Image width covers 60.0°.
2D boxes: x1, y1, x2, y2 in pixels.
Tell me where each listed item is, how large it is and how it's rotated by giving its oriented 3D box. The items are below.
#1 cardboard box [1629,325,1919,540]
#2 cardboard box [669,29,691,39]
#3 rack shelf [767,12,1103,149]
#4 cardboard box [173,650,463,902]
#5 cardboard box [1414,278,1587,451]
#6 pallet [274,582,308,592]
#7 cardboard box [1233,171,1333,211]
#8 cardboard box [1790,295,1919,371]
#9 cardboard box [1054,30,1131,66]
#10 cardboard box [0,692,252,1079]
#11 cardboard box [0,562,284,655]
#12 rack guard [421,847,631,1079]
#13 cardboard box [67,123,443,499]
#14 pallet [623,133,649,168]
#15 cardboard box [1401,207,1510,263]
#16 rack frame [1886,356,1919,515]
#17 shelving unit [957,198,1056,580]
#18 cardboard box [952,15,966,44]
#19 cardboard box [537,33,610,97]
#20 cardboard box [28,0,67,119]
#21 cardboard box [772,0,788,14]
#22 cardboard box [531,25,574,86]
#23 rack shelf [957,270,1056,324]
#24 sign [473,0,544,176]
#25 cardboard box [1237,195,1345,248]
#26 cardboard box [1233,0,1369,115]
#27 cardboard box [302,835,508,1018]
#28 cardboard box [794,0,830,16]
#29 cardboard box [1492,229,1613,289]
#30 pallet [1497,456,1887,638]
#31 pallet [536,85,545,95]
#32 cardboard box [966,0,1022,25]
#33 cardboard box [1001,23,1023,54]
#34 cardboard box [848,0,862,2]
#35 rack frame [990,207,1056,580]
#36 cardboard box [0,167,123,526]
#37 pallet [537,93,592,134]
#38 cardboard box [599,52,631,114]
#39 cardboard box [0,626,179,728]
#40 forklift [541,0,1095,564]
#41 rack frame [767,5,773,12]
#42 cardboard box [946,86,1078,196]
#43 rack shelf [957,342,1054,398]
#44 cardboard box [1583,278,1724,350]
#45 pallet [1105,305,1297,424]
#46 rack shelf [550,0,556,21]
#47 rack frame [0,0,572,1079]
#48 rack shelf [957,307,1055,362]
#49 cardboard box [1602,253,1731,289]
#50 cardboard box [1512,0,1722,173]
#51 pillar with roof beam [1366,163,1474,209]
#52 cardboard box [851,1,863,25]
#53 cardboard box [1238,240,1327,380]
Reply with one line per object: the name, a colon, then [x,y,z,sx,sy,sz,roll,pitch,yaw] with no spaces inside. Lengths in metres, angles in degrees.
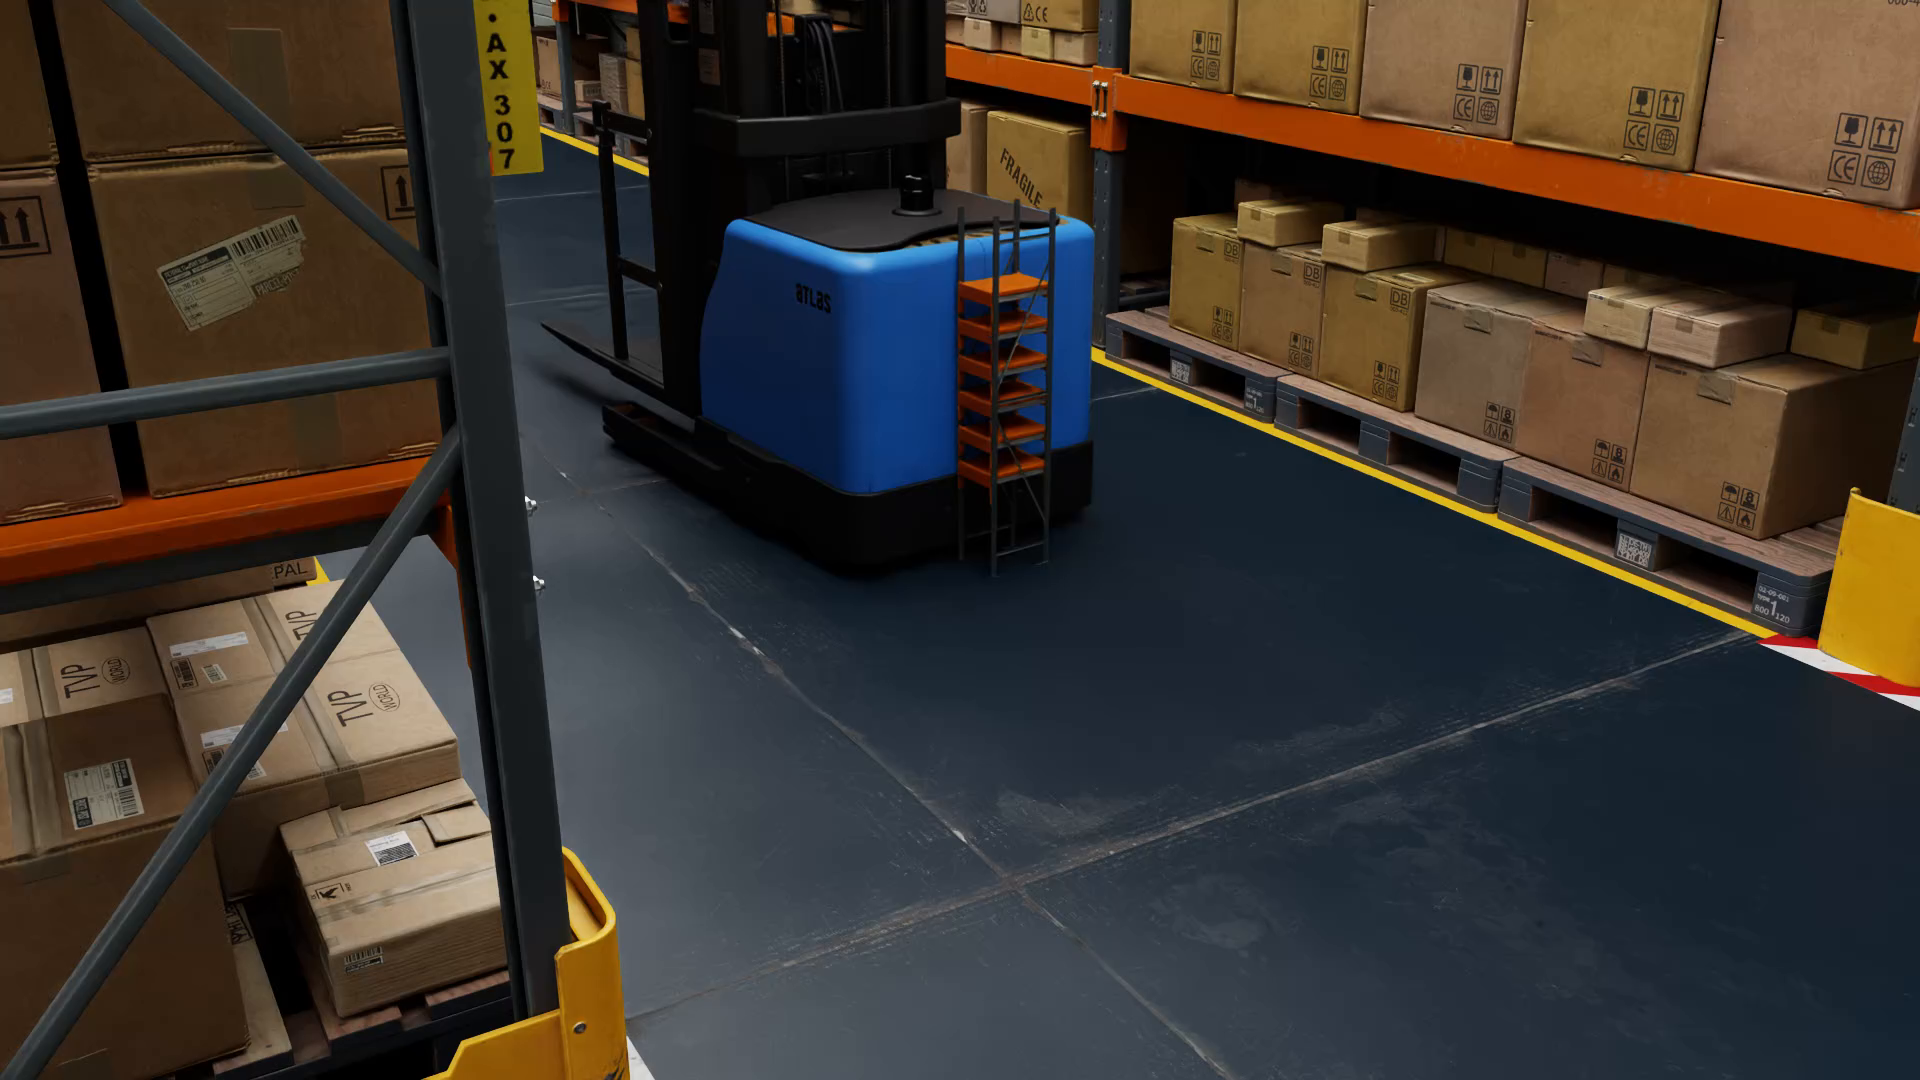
cardboard box: [2.692,-0.375,5.513,0.700,0.500,0.500,-13,25,-28]
cardboard box: [-2.107,-3.864,13.075,0.500,0.250,0.500,-13,26,-30]
rack shelf: [0.071,-2.740,9.525,1.077,0.370,4.000,-13,25,-28]
cardboard box: [-1.410,0.500,3.664,0.500,0.250,0.500,-13,25,-28]
cardboard box: [2.179,-0.700,6.312,0.700,0.500,0.500,-14,26,-30]
pallet: [-2.187,0.438,4.455,1.003,0.211,1.213,-13,25,-28]
cardboard box: [1.483,-1.587,7.632,0.380,0.149,0.250,-13,25,-29]
cardboard box: [2.928,-0.674,5.386,0.380,0.149,0.250,-12,25,-28]
cardboard box: [0.676,-2.374,7.976,0.380,0.149,0.250,-12,25,-28]
cardboard box: [-1.611,0.648,2.968,0.500,0.500,0.500,-13,25,-28]
cardboard box: [-2.200,0.088,4.343,0.797,0.503,0.637,-13,25,-28]
rack guard: [-1.160,0.956,2.795,1.175,0.500,0.348,-13,25,-28]
cardboard box: [-1.121,-0.418,2.723,0.500,0.500,0.500,-12,25,-27]
pallet: [-1.968,-3.077,13.101,1.003,0.211,1.213,-13,25,-28]
cardboard box: [2.017,-1.249,6.802,0.380,0.149,0.250,-12,25,-28]
rack frame: [3.136,-1.131,4.611,1.000,3.000,0.127,-13,25,-28]
shelving unit: [0.146,-0.480,5.399,0.258,1.200,0.189,-15,27,-33]
cardboard box: [0.180,-2.710,8.802,0.380,0.149,0.250,-13,25,-28]
cardboard box: [-3.559,-4.390,15.364,0.500,0.500,0.500,-15,26,-32]
cardboard box: [-1.395,-1.049,2.948,0.500,0.500,0.500,-12,25,-28]
cardboard box: [-0.982,-3.463,10.654,0.380,0.149,0.250,-13,26,-29]
cardboard box: [-4.138,-4.684,16.086,0.700,0.500,0.500,-14,26,-32]
rack shelf: [0.146,-0.773,5.281,0.258,0.103,0.180,-15,27,-33]
sign: [-0.655,-0.683,2.358,0.100,0.325,0.005,-13,25,-28]
cardboard box: [1.404,-1.355,7.063,0.380,0.149,0.250,-12,25,-26]
cardboard box: [1.724,-2.149,6.717,0.980,0.700,0.700,-13,26,-30]
cardboard box: [-1.040,0.738,3.214,0.380,0.149,0.250,-13,25,-28]
cardboard box: [-0.798,-3.277,10.198,0.380,0.149,0.250,-12,25,-27]
cardboard box: [2.279,-1.084,6.395,0.380,0.149,0.250,-12,25,-28]
pallet: [2.660,-0.083,5.736,1.003,0.211,1.213,-13,25,-28]
pallet: [-3.995,-4.330,16.184,1.003,0.211,1.213,-13,25,-28]
cardboard box: [0.371,-2.884,8.368,0.500,0.500,0.500,-12,25,-28]
cardboard box: [0.434,-2.544,8.393,0.380,0.149,0.250,-12,25,-27]
cardboard box: [-0.411,-3.376,9.579,0.500,0.500,0.500,-13,25,-28]
rack frame: [0.199,-0.452,5.330,0.240,1.200,0.006,-15,27,-33]
cardboard box: [-1.584,-0.316,2.473,0.500,0.500,0.500,-12,25,-27]
pallet: [-3.368,-3.935,15.211,1.003,0.211,1.213,-13,25,-28]
cardboard box: [-2.604,-3.827,13.978,0.700,0.500,0.500,-12,25,-26]
cardboard box: [-2.070,0.451,3.786,0.500,0.250,0.500,-13,25,-28]
forklift: [-0.794,-1.776,6.287,1.130,2.935,3.031,-15,27,-33]
rack frame: [-0.951,-3.721,10.982,1.000,3.000,0.127,-13,25,-28]
cardboard box: [0.192,-2.097,9.285,0.750,0.750,0.750,-12,25,-27]
rack shelf: [0.146,-0.550,5.371,0.258,0.103,0.180,-15,27,-33]
cardboard box: [2.339,-0.765,5.610,0.380,0.149,0.250,-12,25,-27]
pallet: [1.414,-0.873,7.679,1.003,0.211,1.213,-13,25,-28]
rack shelf: [-4.016,-5.330,15.896,1.077,0.370,4.000,-13,25,-28]
rack frame: [-1.118,-0.178,2.266,0.949,2.616,0.053,-13,25,-28]
rack shelf: [0.146,-0.661,5.326,0.258,0.103,0.180,-15,27,-33]
cardboard box: [2.541,-0.919,5.988,0.380,0.149,0.250,-12,25,-28]
cardboard box: [2.485,-1.667,5.530,0.980,0.700,0.700,-13,25,-29]
pillar with roof beam: [-1.507,-4.317,4.482,9.100,9.000,0.400,-13,25,-28]
cardboard box: [-0.423,-3.137,9.853,0.380,0.149,0.250,-12,25,-27]
cardboard box: [1.640,-1.038,7.143,0.700,0.500,0.500,-13,25,-29]
